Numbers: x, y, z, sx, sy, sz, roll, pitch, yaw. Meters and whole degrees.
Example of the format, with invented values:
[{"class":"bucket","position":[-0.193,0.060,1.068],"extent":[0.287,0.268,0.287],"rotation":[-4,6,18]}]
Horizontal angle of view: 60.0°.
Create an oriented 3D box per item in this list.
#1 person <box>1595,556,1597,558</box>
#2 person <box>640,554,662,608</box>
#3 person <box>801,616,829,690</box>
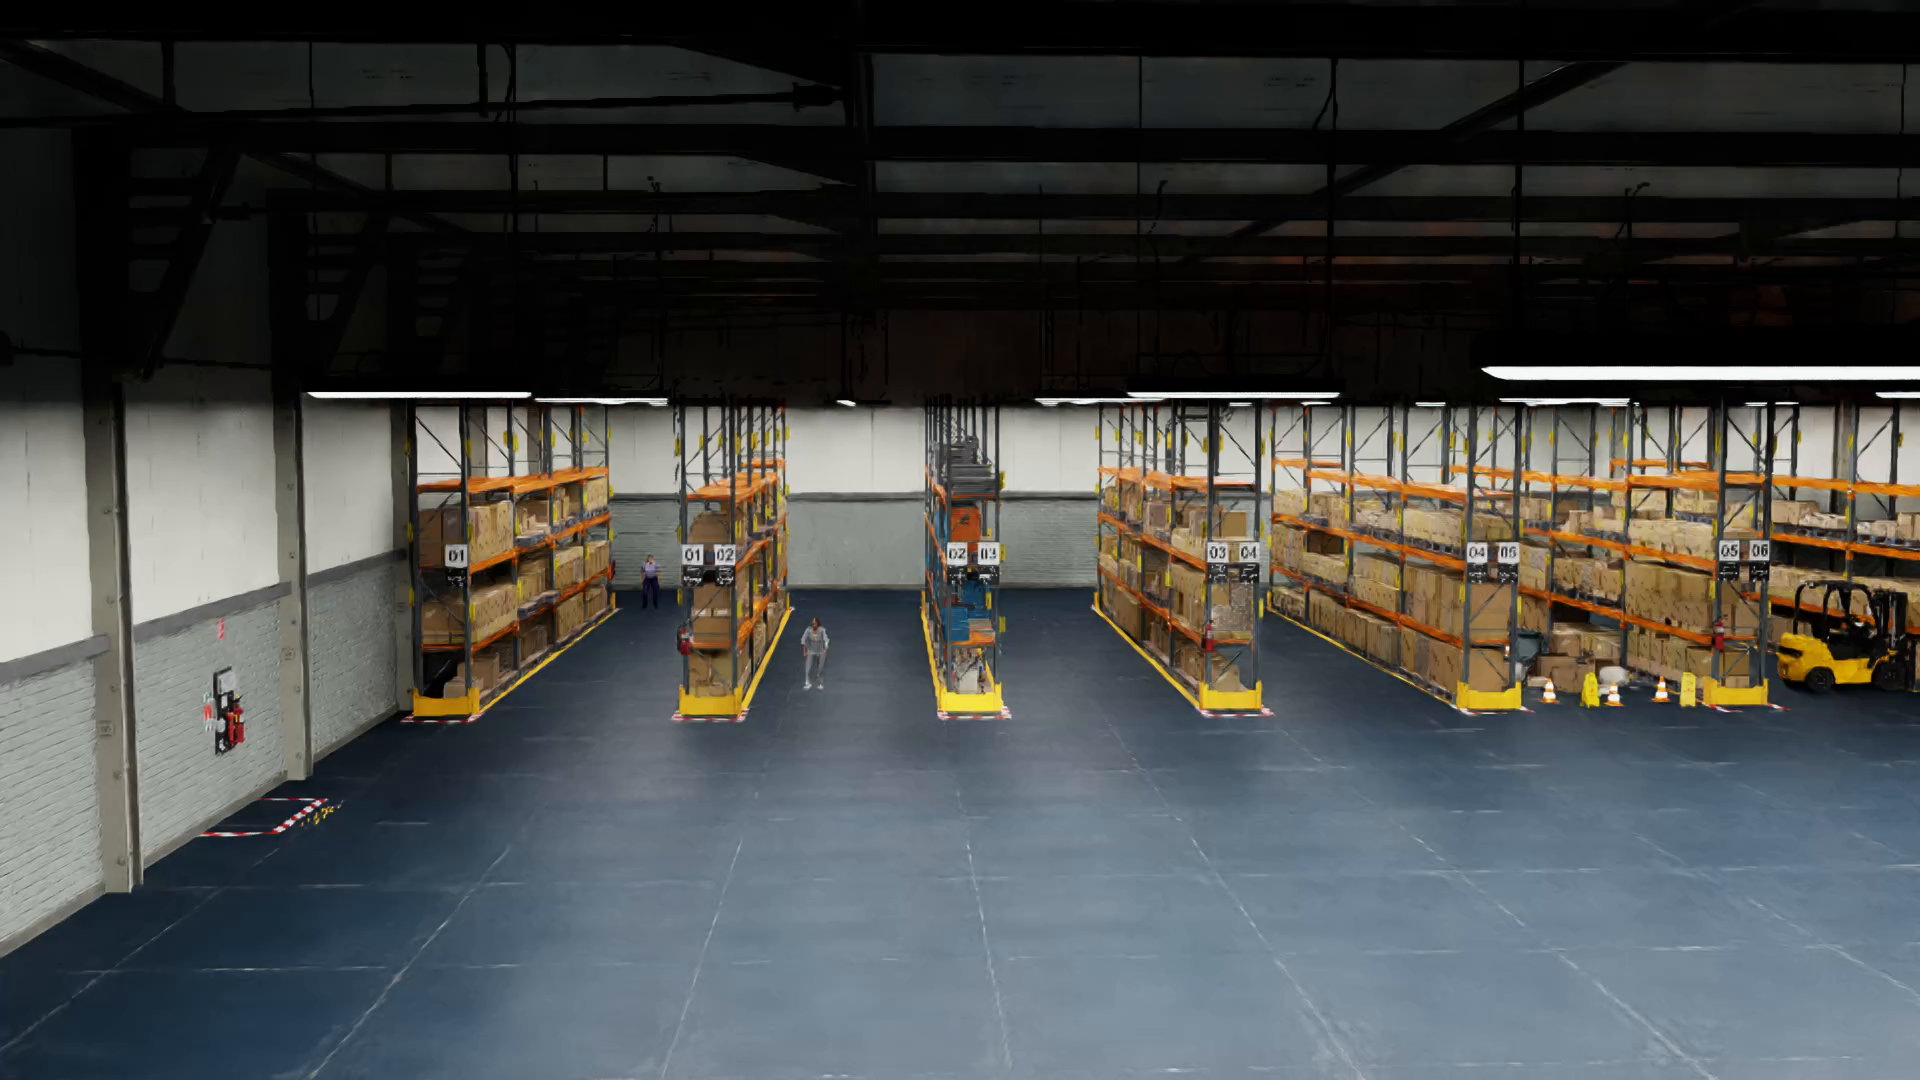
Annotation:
[{"class":"person","position":[17.848,1.229,46.832],"extent":[0.466,1.594,0.591],"rotation":[0,5,1]},{"class":"person","position":[-8.863,1.179,47.653],"extent":[0.625,1.581,0.517],"rotation":[0,5,-5]},{"class":"person","position":[-2.942,2.341,33.771],"extent":[0.566,1.436,0.519],"rotation":[0,5,-4]}]
